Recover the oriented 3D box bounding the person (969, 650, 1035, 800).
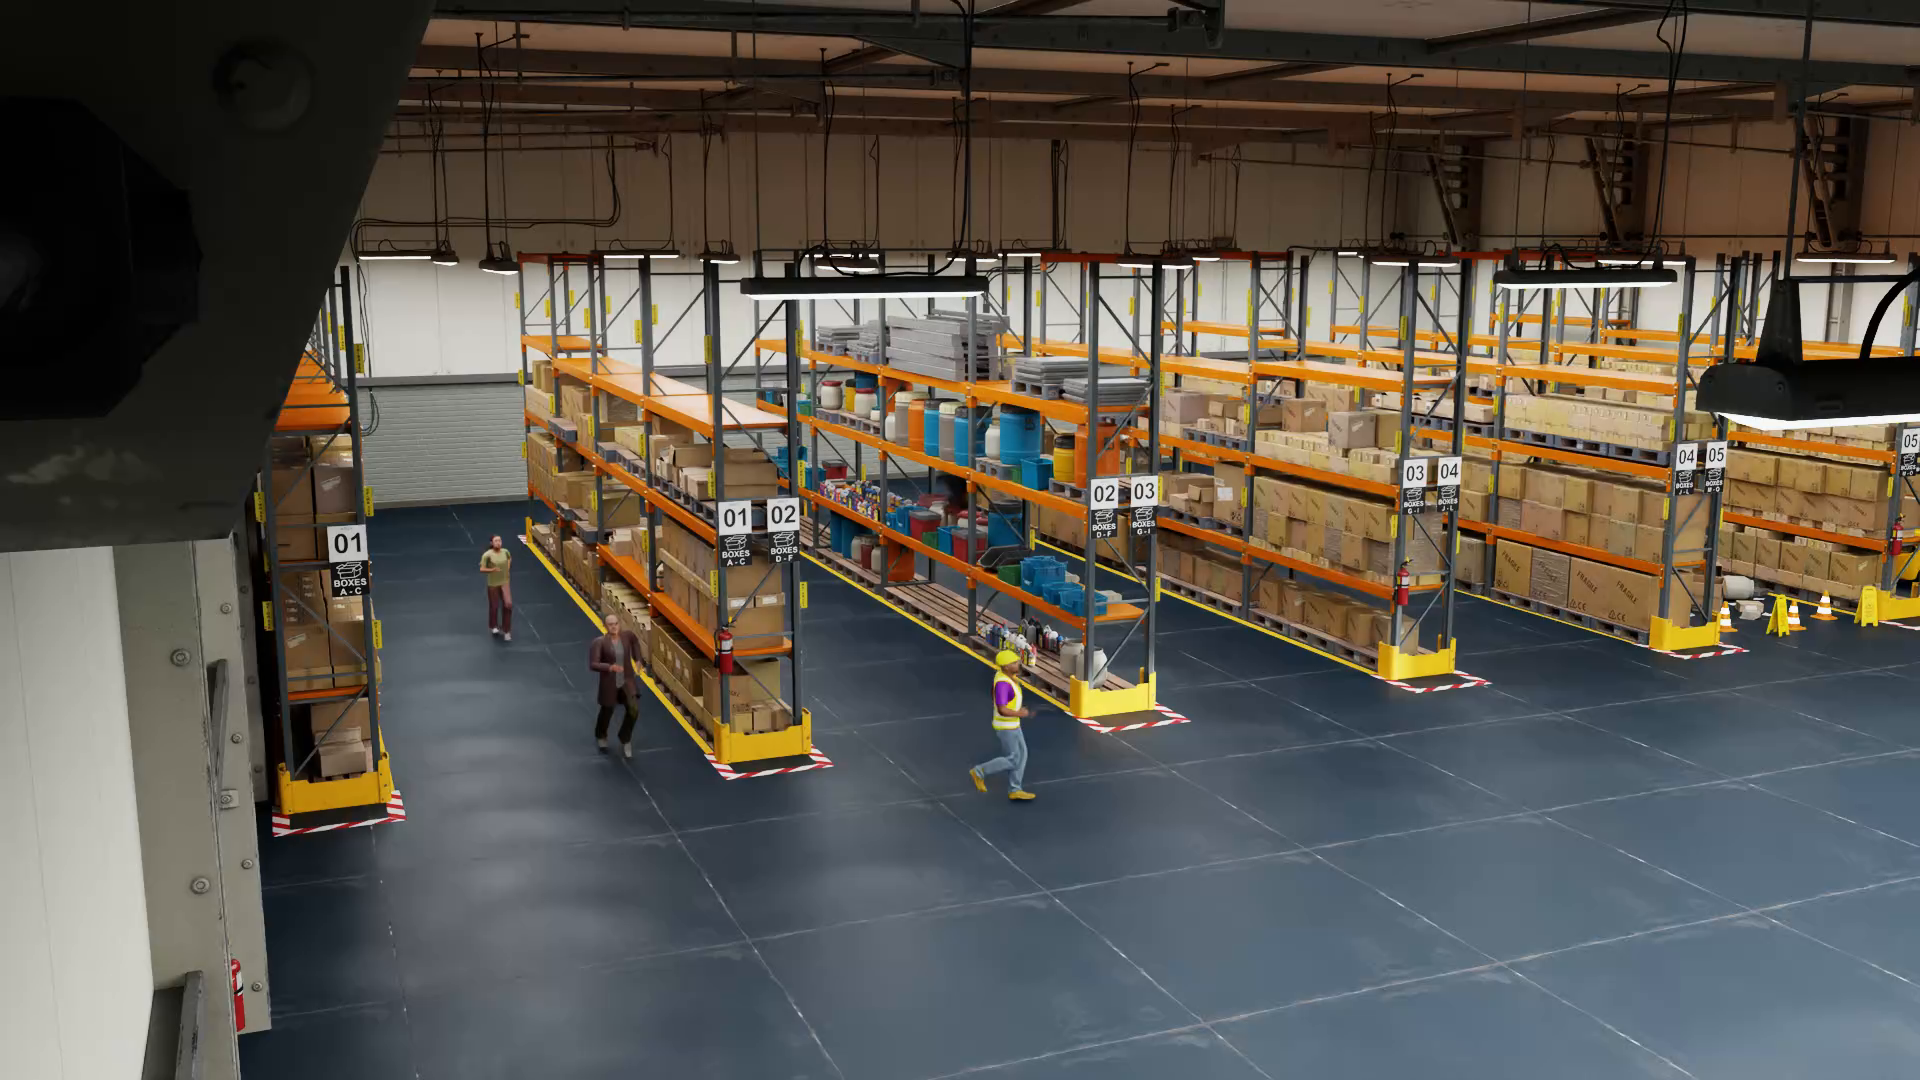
[{"bbox_3d":[0.511,2.090,18.796,0.693,1.734,0.702,1,10,4],"label":"person"}]

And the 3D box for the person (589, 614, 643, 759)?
[{"bbox_3d":[-4.205,1.778,20.408,0.733,1.798,0.958,-6,12,-28],"label":"person"}]

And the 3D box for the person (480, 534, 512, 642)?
[{"bbox_3d":[-7.327,0.738,26.375,0.571,1.715,0.682,-7,12,-32],"label":"person"}]

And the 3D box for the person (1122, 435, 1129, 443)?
[{"bbox_3d":[3.859,-1.608,39.052,0.716,1.737,0.746,0,10,2],"label":"person"}]
